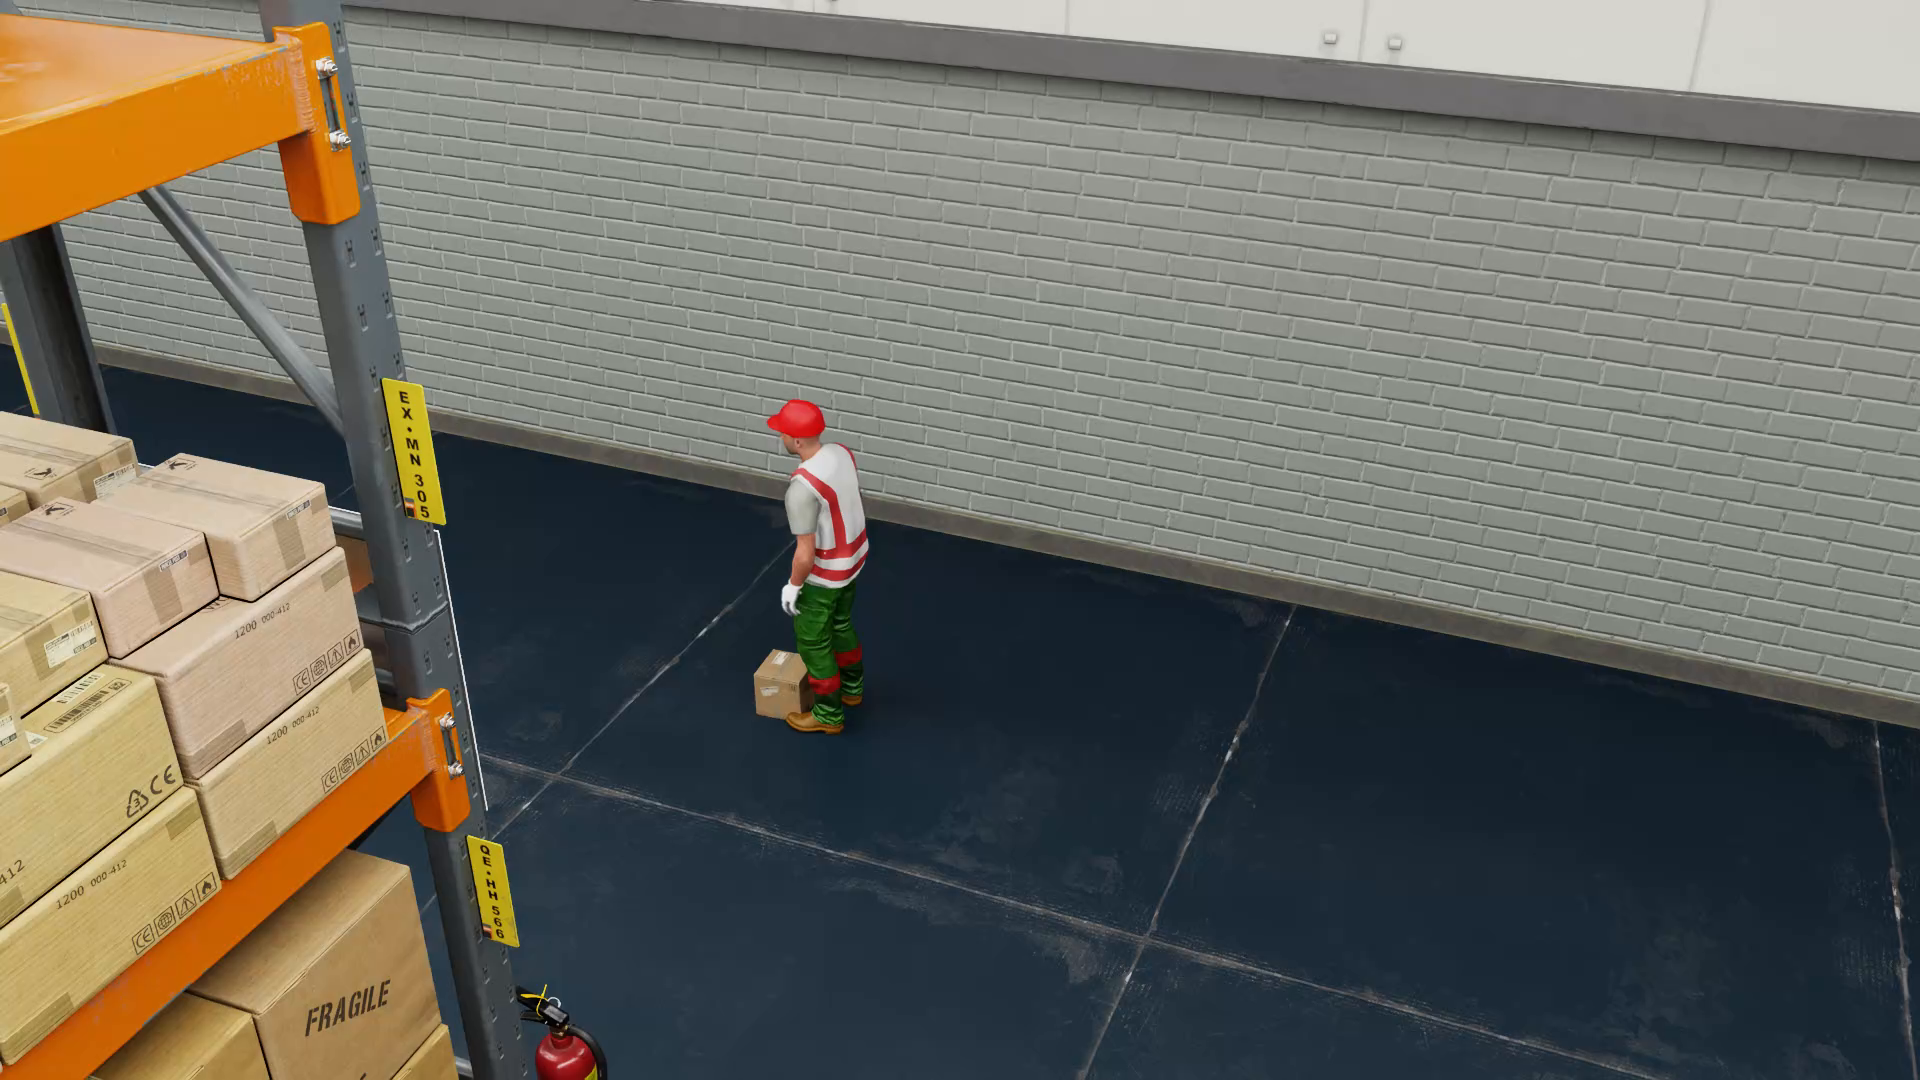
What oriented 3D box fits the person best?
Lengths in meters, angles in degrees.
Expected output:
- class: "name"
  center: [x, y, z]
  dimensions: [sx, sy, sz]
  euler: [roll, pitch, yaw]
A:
- class: "person"
  center: [-0.684, 0.130, 8.153]
  dimensions: [0.448, 1.780, 0.608]
  euler: [11, 31, 19]
